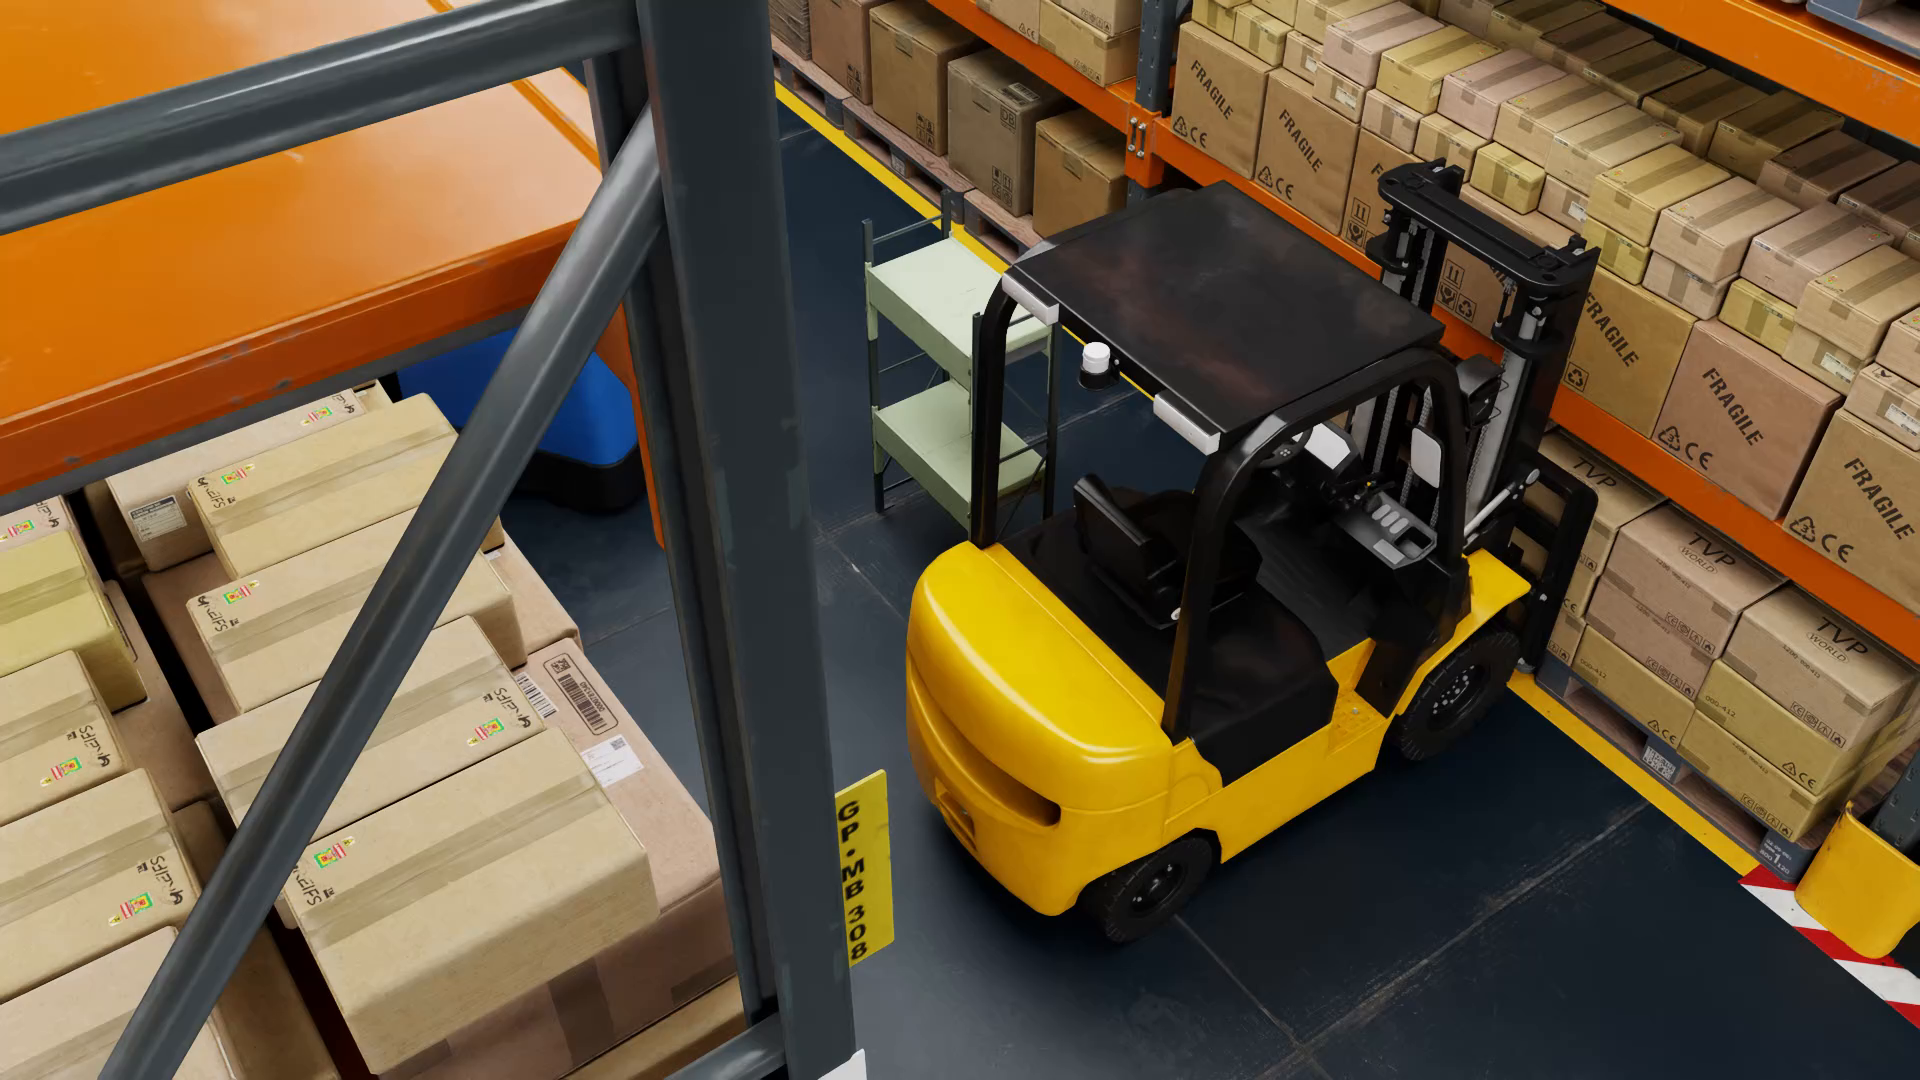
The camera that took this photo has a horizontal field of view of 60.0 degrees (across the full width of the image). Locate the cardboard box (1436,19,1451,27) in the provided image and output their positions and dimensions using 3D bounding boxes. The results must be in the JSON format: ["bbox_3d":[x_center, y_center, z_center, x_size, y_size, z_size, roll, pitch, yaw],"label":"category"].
[{"bbox_3d":[2.105,-2.008,6.630,0.380,0.149,0.250,-25,49,-24],"label":"cardboard box"}]

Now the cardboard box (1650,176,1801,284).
[{"bbox_3d":[2.465,-1.003,5.361,0.380,0.149,0.250,-25,49,-23],"label":"cardboard box"}]

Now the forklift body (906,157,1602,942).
[{"bbox_3d":[0.922,-0.012,5.696,2.313,2.155,1.214,-26,49,-24],"label":"forklift body"}]

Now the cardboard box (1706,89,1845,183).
[{"bbox_3d":[2.831,-1.397,5.775,0.380,0.149,0.250,-27,50,-25],"label":"cardboard box"}]

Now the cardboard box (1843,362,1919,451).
[{"bbox_3d":[2.904,-0.455,5.003,0.380,0.149,0.250,-25,49,-24],"label":"cardboard box"}]

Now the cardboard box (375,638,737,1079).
[{"bbox_3d":[-0.635,0.469,2.298,0.500,0.250,0.500,-27,50,-25],"label":"cardboard box"}]

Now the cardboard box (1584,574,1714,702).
[{"bbox_3d":[2.690,0.256,6.126,0.500,0.250,0.500,-26,50,-25],"label":"cardboard box"}]

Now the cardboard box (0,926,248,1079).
[{"bbox_3d":[-1.002,0.640,1.831,0.380,0.149,0.250,-25,49,-24],"label":"cardboard box"}]

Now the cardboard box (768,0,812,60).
[{"bbox_3d":[-0.728,-3.431,10.078,0.875,0.625,0.625,-24,49,-23],"label":"cardboard box"}]

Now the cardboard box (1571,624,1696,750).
[{"bbox_3d":[2.698,0.450,6.284,0.500,0.250,0.500,-26,49,-24],"label":"cardboard box"}]

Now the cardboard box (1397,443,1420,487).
[{"bbox_3d":[2.094,-0.313,6.722,0.500,0.250,0.500,-26,49,-25],"label":"cardboard box"}]

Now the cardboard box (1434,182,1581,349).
[{"bbox_3d":[2.127,-1.045,6.091,0.500,0.500,0.500,-25,49,-24],"label":"cardboard box"}]

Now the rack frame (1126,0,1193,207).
[{"bbox_3d":[1.215,-2.231,7.406,1.000,3.000,0.127,-26,49,-24],"label":"rack frame"}]

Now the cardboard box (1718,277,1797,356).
[{"bbox_3d":[2.674,-0.771,5.334,0.380,0.149,0.250,-26,49,-25],"label":"cardboard box"}]

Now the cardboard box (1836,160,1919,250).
[{"bbox_3d":[3.072,-1.070,5.432,0.380,0.149,0.250,-25,49,-24],"label":"cardboard box"}]

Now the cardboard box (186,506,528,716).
[{"bbox_3d":[-0.852,0.131,2.364,0.380,0.149,0.250,-26,49,-24],"label":"cardboard box"}]

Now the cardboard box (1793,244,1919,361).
[{"bbox_3d":[2.787,-0.728,5.074,0.380,0.149,0.250,-25,49,-24],"label":"cardboard box"}]

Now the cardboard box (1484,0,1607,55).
[{"bbox_3d":[2.244,-1.973,6.378,0.380,0.149,0.250,-26,50,-25],"label":"cardboard box"}]

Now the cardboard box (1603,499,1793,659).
[{"bbox_3d":[2.687,0.091,5.936,0.500,0.250,0.500,-25,49,-24],"label":"cardboard box"}]

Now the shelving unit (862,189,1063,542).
[{"bbox_3d":[0.004,-0.539,6.719,0.431,1.500,0.755,-26,49,-24],"label":"shelving unit"}]

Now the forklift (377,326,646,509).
[{"bbox_3d":[-2.687,-1.845,7.051,3.031,2.935,1.130,15,46,16],"label":"forklift"}]

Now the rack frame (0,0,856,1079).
[{"bbox_3d":[-0.566,-0.173,0.905,1.000,3.000,0.127,-26,49,-24],"label":"rack frame"}]

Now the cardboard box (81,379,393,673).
[{"bbox_3d":[-1.231,-0.103,2.897,0.500,0.250,0.500,-24,49,-23],"label":"cardboard box"}]

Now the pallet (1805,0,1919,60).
[{"bbox_3d":[3.120,-1.429,4.458,1.003,0.211,1.213,-26,49,-24],"label":"pallet"}]

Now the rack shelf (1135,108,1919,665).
[{"bbox_3d":[2.359,-0.838,6.468,1.077,0.370,4.000,-26,49,-24],"label":"rack shelf"}]

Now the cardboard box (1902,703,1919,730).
[{"bbox_3d":[3.404,0.348,6.029,0.500,0.250,0.500,-25,49,-24],"label":"cardboard box"}]

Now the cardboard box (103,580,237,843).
[{"bbox_3d":[-1.356,0.385,2.386,0.500,0.250,0.500,-26,50,-25],"label":"cardboard box"}]

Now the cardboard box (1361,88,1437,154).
[{"bbox_3d":[1.732,-1.617,6.220,0.380,0.149,0.250,-26,50,-25],"label":"cardboard box"}]

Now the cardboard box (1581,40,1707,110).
[{"bbox_3d":[2.471,-1.654,6.044,0.380,0.149,0.250,-24,49,-23],"label":"cardboard box"}]

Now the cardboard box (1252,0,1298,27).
[{"bbox_3d":[1.392,-2.206,6.622,0.380,0.149,0.250,-25,49,-24],"label":"cardboard box"}]

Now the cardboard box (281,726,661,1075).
[{"bbox_3d":[-0.602,0.433,2.047,0.380,0.149,0.250,-26,49,-25],"label":"cardboard box"}]

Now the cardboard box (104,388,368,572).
[{"bbox_3d":[-1.154,-0.143,2.651,0.380,0.149,0.250,-26,49,-25],"label":"cardboard box"}]

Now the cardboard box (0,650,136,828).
[{"bbox_3d":[-1.279,0.341,2.143,0.380,0.149,0.250,-26,50,-25],"label":"cardboard box"}]

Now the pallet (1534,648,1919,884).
[{"bbox_3d":[3.031,0.626,6.432,1.003,0.211,1.213,-26,49,-24],"label":"pallet"}]

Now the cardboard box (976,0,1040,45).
[{"bbox_3d":[0.420,-2.641,7.944,0.500,0.250,0.500,-26,49,-25],"label":"cardboard box"}]

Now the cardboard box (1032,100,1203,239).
[{"bbox_3d":[0.907,-1.815,8.386,0.875,0.625,0.625,-24,48,-23],"label":"cardboard box"}]

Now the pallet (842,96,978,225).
[{"bbox_3d":[0.059,-2.316,9.514,1.003,0.211,1.213,-26,49,-24],"label":"pallet"}]

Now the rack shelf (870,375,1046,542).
[{"bbox_3d":[0.004,-0.303,6.944,0.431,0.370,0.720,-26,49,-24],"label":"rack shelf"}]

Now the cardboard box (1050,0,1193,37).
[{"bbox_3d":[0.724,-2.535,7.470,0.500,0.250,0.500,-27,50,-25],"label":"cardboard box"}]

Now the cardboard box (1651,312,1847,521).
[{"bbox_3d":[2.717,-0.474,5.493,0.500,0.500,0.500,-24,49,-23],"label":"cardboard box"}]

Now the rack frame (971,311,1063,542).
[{"bbox_3d":[0.213,-0.331,6.502,0.400,1.500,0.023,-26,49,-24],"label":"rack frame"}]

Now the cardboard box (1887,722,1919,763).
[{"bbox_3d":[3.382,0.522,6.209,0.500,0.250,0.500,-26,49,-24],"label":"cardboard box"}]

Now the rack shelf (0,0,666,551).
[{"bbox_3d":[-1.710,-1.044,2.341,1.077,0.370,4.000,-26,49,-24],"label":"rack shelf"}]

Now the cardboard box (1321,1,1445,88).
[{"bbox_3d":[1.594,-1.872,6.272,0.380,0.149,0.250,-25,49,-24],"label":"cardboard box"}]

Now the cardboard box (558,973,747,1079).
[{"bbox_3d":[-0.489,0.687,2.359,0.380,0.149,0.250,-26,49,-24],"label":"cardboard box"}]

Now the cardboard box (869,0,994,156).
[{"bbox_3d":[0.038,-2.683,9.294,0.875,0.625,0.625,-28,50,-26],"label":"cardboard box"}]

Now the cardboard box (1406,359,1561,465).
[{"bbox_3d":[2.106,-0.481,6.535,0.500,0.250,0.500,-27,50,-25],"label":"cardboard box"}]

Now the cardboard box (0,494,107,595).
[{"bbox_3d":[-1.516,0.036,2.463,0.380,0.149,0.250,-26,49,-24],"label":"cardboard box"}]

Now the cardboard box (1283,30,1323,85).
[{"bbox_3d":[1.503,-1.935,6.553,0.380,0.149,0.250,-26,49,-25],"label":"cardboard box"}]

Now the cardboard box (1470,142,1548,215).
[{"bbox_3d":[2.050,-1.334,5.924,0.380,0.149,0.250,-27,50,-25],"label":"cardboard box"}]

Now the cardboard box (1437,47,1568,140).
[{"bbox_3d":[1.956,-1.613,6.001,0.380,0.149,0.250,-26,49,-25],"label":"cardboard box"}]

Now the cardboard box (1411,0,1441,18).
[{"bbox_3d":[1.917,-2.245,6.663,0.380,0.149,0.250,-26,50,-25],"label":"cardboard box"}]

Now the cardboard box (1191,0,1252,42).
[{"bbox_3d":[1.181,-2.217,6.849,0.380,0.149,0.250,-26,50,-25],"label":"cardboard box"}]

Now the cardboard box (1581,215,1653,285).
[{"bbox_3d":[2.321,-1.039,5.615,0.380,0.149,0.250,-25,49,-24],"label":"cardboard box"}]

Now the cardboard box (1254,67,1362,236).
[{"bbox_3d":[1.566,-1.624,6.698,0.500,0.500,0.500,-25,49,-24],"label":"cardboard box"}]

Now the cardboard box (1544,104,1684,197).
[{"bbox_3d":[2.243,-1.330,5.704,0.380,0.149,0.250,-25,49,-24],"label":"cardboard box"}]

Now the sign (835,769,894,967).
[{"bbox_3d":[-0.121,0.382,1.863,0.100,0.325,0.005,-26,49,-24],"label":"sign"}]

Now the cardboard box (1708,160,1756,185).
[{"bbox_3d":[2.844,-1.287,5.875,0.380,0.149,0.250,-24,49,-23],"label":"cardboard box"}]
